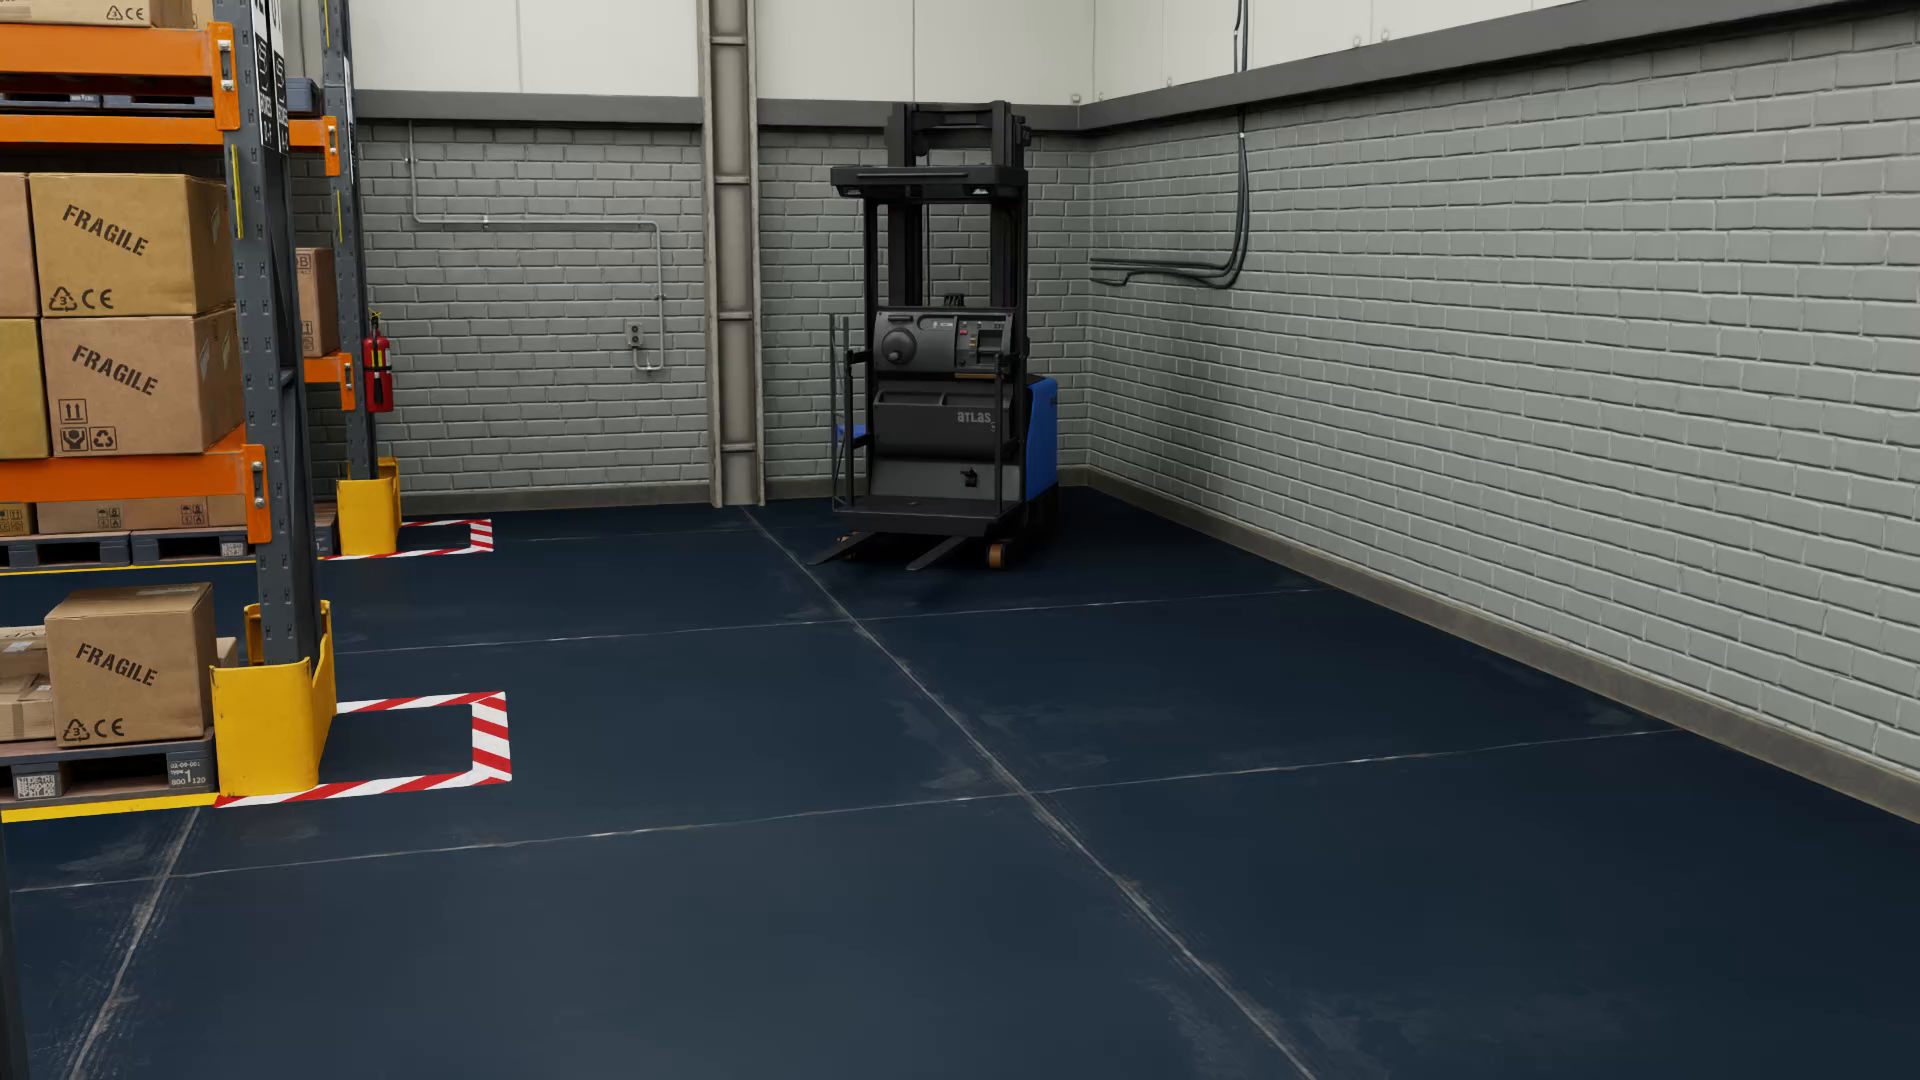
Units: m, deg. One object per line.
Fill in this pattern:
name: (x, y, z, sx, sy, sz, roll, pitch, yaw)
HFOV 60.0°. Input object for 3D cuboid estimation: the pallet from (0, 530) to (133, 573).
pallet: (-6.018, 0.011, 10.904, 1.213, 0.211, 1.003, -3, 11, -16)

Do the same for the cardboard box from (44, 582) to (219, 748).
cardboard box: (-3.168, 0.469, 6.405, 0.500, 0.500, 0.500, -3, 11, -16)

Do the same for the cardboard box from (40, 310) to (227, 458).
cardboard box: (-3.069, -0.594, 6.211, 0.500, 0.500, 0.500, -3, 11, -14)

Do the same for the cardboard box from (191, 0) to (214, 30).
cardboard box: (-4.729, -3.417, 10.445, 0.500, 0.500, 0.500, -3, 11, -16)

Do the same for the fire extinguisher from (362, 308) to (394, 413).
fire extinguisher: (-3.829, -1.182, 10.923, 0.183, 0.674, 0.296, -3, 11, -16)

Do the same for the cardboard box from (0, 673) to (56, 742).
cardboard box: (-3.582, 0.638, 6.408, 0.250, 0.166, 0.380, -3, 11, -16)

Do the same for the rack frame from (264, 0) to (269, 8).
rack frame: (-2.715, -3.565, 6.057, 0.127, 3.000, 1.000, -3, 11, -16)

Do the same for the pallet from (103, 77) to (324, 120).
pallet: (-4.812, -2.868, 10.799, 1.213, 0.211, 1.003, -3, 11, -16)

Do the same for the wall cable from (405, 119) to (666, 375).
wall cable: (-3.138, -2.204, 12.430, 1.851, 1.984, 0.084, -3, 11, -16)

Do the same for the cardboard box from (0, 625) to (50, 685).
cardboard box: (-3.796, 0.525, 6.790, 0.500, 0.250, 0.500, -3, 11, -16)

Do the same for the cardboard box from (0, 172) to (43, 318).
cardboard box: (-3.550, -1.059, 5.979, 0.500, 0.500, 0.500, -3, 11, -14)

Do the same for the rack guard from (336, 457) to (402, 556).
rack guard: (-4.080, -0.247, 11.510, 0.348, 0.500, 1.175, -3, 11, -16)

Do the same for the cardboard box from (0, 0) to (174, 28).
cardboard box: (-3.134, -1.944, 5.952, 0.500, 0.250, 0.500, -3, 11, -16)

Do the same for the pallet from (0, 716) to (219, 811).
pallet: (-3.553, 0.801, 6.612, 1.213, 0.211, 1.003, -3, 11, -16)

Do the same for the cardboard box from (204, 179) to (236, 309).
cardboard box: (-3.214, -1.179, 6.628, 0.500, 0.500, 0.500, -3, 11, -14)

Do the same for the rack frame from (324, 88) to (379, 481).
rack frame: (-4.103, -1.476, 11.277, 0.127, 3.000, 1.000, -3, 11, -16)

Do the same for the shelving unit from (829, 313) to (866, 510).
shelving unit: (-0.412, -0.956, 12.595, 1.048, 1.500, 0.538, -3, 11, -17)

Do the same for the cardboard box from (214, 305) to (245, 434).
cardboard box: (-3.214, -0.687, 6.718, 0.500, 0.500, 0.500, -3, 11, -15)

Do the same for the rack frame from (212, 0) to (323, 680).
rack frame: (-2.715, -0.615, 6.600, 0.127, 3.000, 1.000, -3, 11, -16)

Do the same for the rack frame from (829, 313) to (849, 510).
rack frame: (-0.898, -0.929, 12.448, 0.032, 1.500, 0.500, -3, 11, -17)

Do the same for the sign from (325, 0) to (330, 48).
sign: (-3.965, -3.252, 10.416, 0.005, 0.325, 0.100, -3, 11, -16)

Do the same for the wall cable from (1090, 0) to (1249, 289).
wall cable: (1.428, -3.123, 12.232, 0.112, 2.526, 3.097, -3, 11, -16)

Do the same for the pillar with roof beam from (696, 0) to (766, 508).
pillar with roof beam: (-0.549, -3.965, 8.227, 0.400, 9.000, 9.100, -3, 11, -16)

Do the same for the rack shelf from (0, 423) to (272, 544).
rack shelf: (-4.635, -0.160, 6.115, 4.000, 0.370, 1.077, -3, 11, -16)

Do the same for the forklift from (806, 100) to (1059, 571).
forklift: (-0.165, -1.333, 10.691, 1.130, 2.935, 3.031, 3, 11, 15)

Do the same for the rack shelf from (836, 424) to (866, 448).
rack shelf: (-0.412, -0.779, 12.628, 1.000, 0.185, 0.538, -3, 11, -17)

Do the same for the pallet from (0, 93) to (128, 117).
pallet: (-5.986, -2.805, 10.460, 1.213, 0.211, 1.003, -3, 11, -16)

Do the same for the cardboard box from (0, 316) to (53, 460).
cardboard box: (-3.566, -0.567, 6.065, 0.500, 0.500, 0.500, -3, 11, -15)

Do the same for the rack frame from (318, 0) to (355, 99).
rack frame: (-4.103, -4.426, 10.734, 0.127, 3.000, 1.000, -3, 11, -16)

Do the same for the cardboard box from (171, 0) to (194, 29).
cardboard box: (-3.279, -2.034, 6.441, 0.500, 0.250, 0.500, -3, 11, -16)

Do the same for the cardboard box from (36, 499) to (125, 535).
cardboard box: (-5.710, -0.349, 10.902, 0.500, 0.500, 0.700, -3, 11, -18)

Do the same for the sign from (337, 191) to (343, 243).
sign: (-3.965, -2.066, 10.634, 0.005, 0.325, 0.100, -3, 11, -16)

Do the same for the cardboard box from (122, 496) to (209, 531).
cardboard box: (-5.227, -0.375, 11.041, 0.500, 0.500, 0.700, -3, 11, -16)

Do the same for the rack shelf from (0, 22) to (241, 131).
rack shelf: (-4.635, -1.635, 5.844, 4.000, 0.370, 1.077, -3, 11, -16)

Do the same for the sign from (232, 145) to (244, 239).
sign: (-2.579, -1.242, 5.937, 0.005, 0.325, 0.100, -3, 11, -16)

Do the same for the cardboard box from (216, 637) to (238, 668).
cardboard box: (-3.213, 0.533, 7.028, 0.250, 0.149, 0.380, -3, 11, -16)

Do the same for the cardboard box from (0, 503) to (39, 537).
cardboard box: (-6.220, -0.321, 10.748, 0.500, 0.500, 0.700, -3, 11, -15)

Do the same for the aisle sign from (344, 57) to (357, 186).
aisle sign: (-3.950, -2.706, 10.778, 0.004, 0.787, 0.394, -3, 11, -16)

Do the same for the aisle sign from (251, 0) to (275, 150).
aisle sign: (-2.564, -1.843, 6.094, 0.004, 0.787, 0.394, -3, 11, -16)

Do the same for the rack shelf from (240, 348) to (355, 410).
rack shelf: (-6.023, -1.021, 10.792, 4.000, 0.370, 1.077, -3, 11, -16)

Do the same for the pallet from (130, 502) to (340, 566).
pallet: (-4.849, -0.050, 11.236, 1.213, 0.211, 1.003, -3, 11, -16)

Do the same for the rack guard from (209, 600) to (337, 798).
rack guard: (-2.788, 0.619, 6.806, 0.348, 0.500, 1.175, -3, 11, -16)

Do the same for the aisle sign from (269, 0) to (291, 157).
aisle sign: (-2.731, -1.948, 6.661, 0.004, 0.787, 0.394, -3, 11, -16)

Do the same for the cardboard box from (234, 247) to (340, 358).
cardboard box: (-4.590, -1.596, 11.100, 0.700, 0.700, 0.980, -3, 11, -13)

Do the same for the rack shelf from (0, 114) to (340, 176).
rack shelf: (-6.023, -2.496, 10.521, 4.000, 0.370, 1.077, -3, 11, -16)

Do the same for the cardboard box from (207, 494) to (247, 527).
cardboard box: (-4.747, -0.400, 11.178, 0.500, 0.500, 0.700, -3, 11, -16)

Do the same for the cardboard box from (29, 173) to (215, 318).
cardboard box: (-3.065, -1.085, 6.119, 0.500, 0.500, 0.500, -3, 11, -16)
